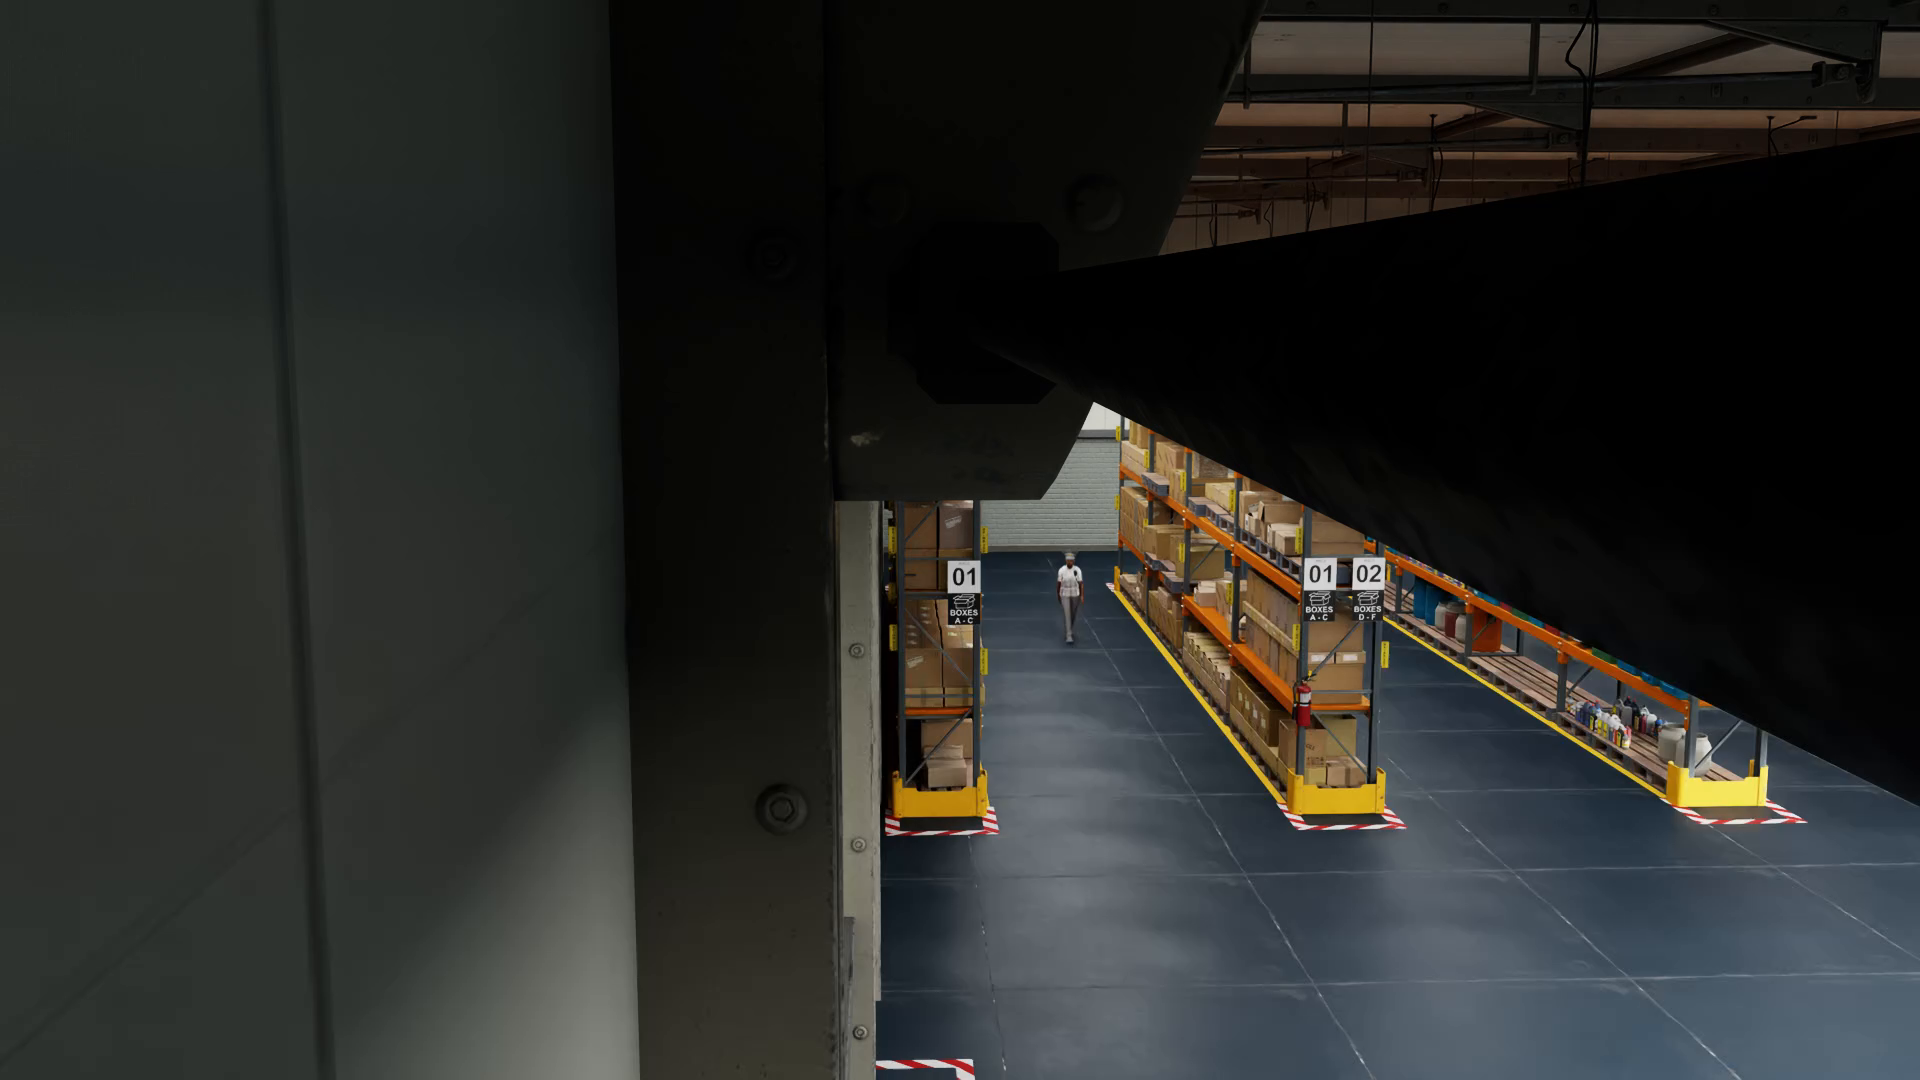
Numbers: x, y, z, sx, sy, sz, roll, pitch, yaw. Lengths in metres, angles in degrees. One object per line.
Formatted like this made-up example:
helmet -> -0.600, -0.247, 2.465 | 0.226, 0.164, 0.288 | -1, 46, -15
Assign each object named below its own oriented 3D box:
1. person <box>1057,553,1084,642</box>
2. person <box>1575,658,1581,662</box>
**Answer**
person -> 2.071, 1.034, 31.123 | 0.472, 1.628, 1.021 | -1, 8, -6
person -> 10.950, 1.225, 29.433 | 0.504, 1.704, 1.058 | -2, 8, -12
